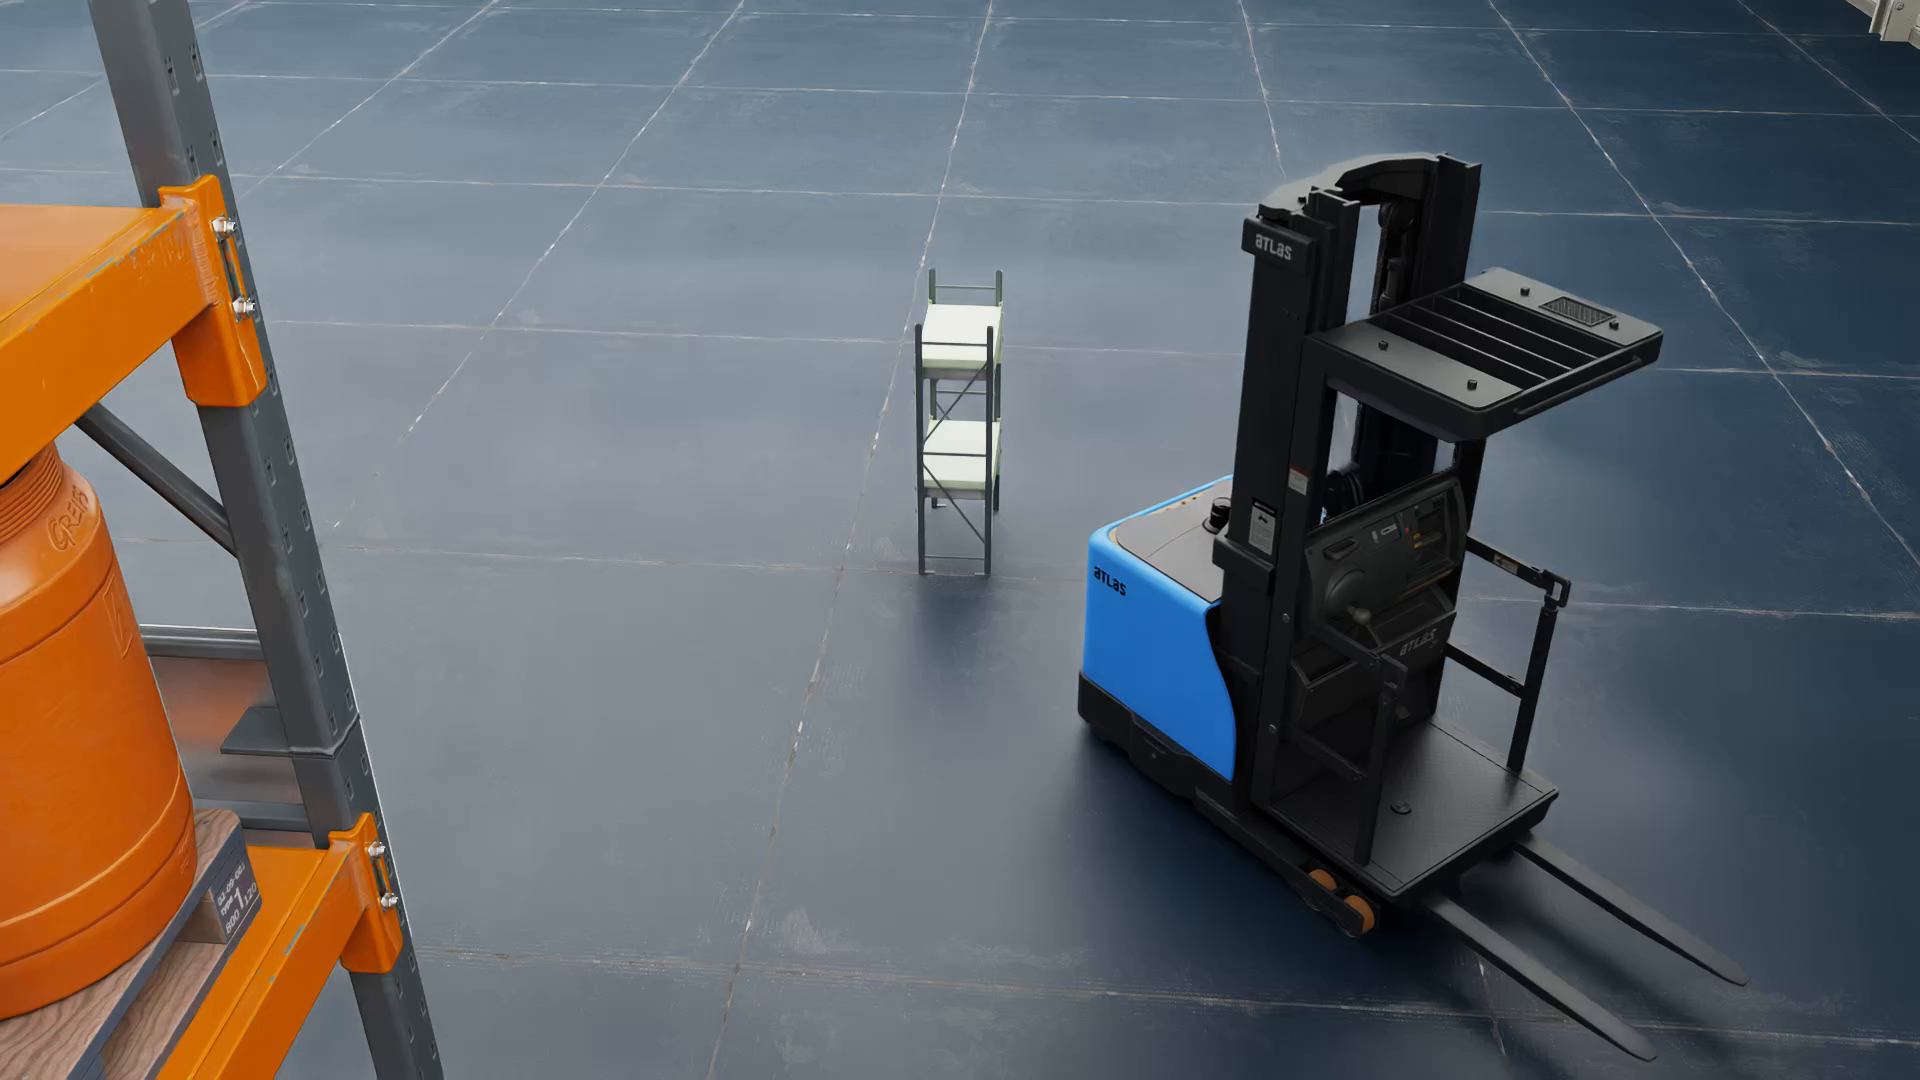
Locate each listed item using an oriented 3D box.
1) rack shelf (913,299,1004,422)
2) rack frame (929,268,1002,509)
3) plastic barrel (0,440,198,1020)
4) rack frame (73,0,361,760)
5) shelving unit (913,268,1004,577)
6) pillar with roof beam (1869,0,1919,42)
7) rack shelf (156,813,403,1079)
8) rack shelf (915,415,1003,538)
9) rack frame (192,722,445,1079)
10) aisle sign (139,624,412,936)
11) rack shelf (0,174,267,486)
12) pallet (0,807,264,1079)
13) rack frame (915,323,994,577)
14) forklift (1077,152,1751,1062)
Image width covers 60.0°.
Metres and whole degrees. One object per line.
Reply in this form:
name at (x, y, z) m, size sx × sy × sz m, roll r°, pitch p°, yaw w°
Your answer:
rack shelf at (0.001, -0.974, 8.938) m, size 0.431 × 0.370 × 0.720 m, roll 2°, pitch 32°, yaw 4°
rack frame at (0.030, -0.833, 9.453) m, size 0.400 × 1.500 × 0.023 m, roll 2°, pitch 32°, yaw 4°
plastic barrel at (-1.587, 0.258, 2.583) m, size 0.600 × 0.830 × 0.708 m, roll 2°, pitch 32°, yaw 4°
rack frame at (-1.674, -0.917, 2.440) m, size 1.000 × 3.000 × 0.127 m, roll 2°, pitch 32°, yaw 4°
shelving unit at (0.001, -0.642, 9.142) m, size 0.431 × 1.500 × 0.755 m, roll 2°, pitch 32°, yaw 4°
pillar with roof beam at (6.180, -9.686, 16.671) m, size 9.100 × 9.000 × 0.400 m, roll 2°, pitch 32°, yaw 4°
rack shelf at (-1.837, 1.713, 1.719) m, size 1.077 × 0.370 × 4.000 m, roll 2°, pitch 32°, yaw 4°
rack shelf at (0.001, -0.364, 9.314) m, size 0.431 × 0.370 × 0.720 m, roll 2°, pitch 32°, yaw 4°
rack frame at (-1.674, 1.637, 4.014) m, size 1.000 × 3.000 × 0.127 m, roll 2°, pitch 32°, yaw 4°
aisle sign at (-1.372, 0.506, 3.373) m, size 0.394 × 0.787 × 0.004 m, roll 2°, pitch 32°, yaw 4°
rack shelf at (-1.837, 0.606, 1.037) m, size 1.077 × 0.370 × 4.000 m, roll 2°, pitch 32°, yaw 4°
pallet at (-1.839, 0.869, 2.582) m, size 1.003 × 0.211 × 1.213 m, roll 2°, pitch 32°, yaw 4°
rack frame at (-0.029, -0.451, 8.832) m, size 0.400 × 1.500 × 0.023 m, roll 2°, pitch 32°, yaw 4°
forklift at (1.856, 0.096, 6.580) m, size 1.130 × 2.935 × 3.031 m, roll -22°, pitch 38°, yaw -31°
